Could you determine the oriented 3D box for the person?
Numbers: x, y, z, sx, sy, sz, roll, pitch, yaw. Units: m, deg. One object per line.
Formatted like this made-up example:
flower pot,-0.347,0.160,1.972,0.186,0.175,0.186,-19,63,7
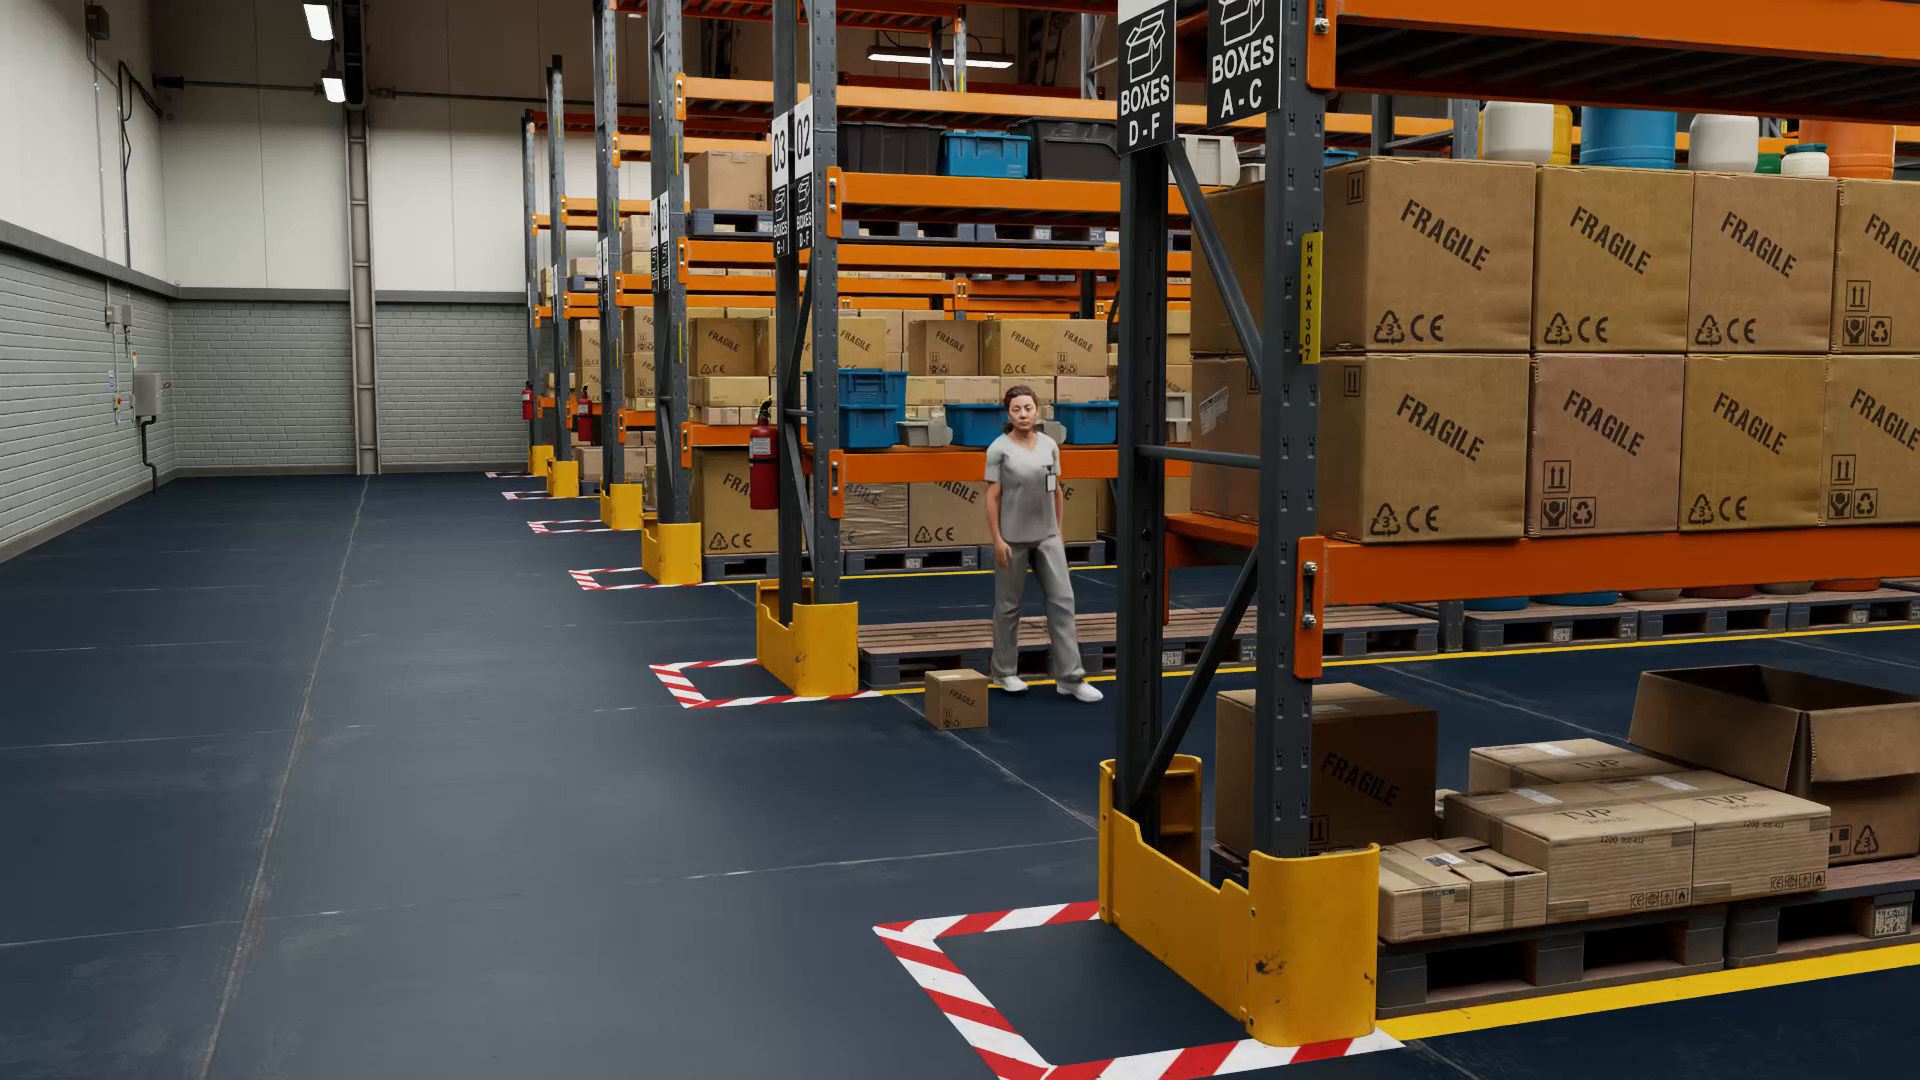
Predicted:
person,0.401,0.005,8.848,0.545,1.659,0.674,-2,6,-19
